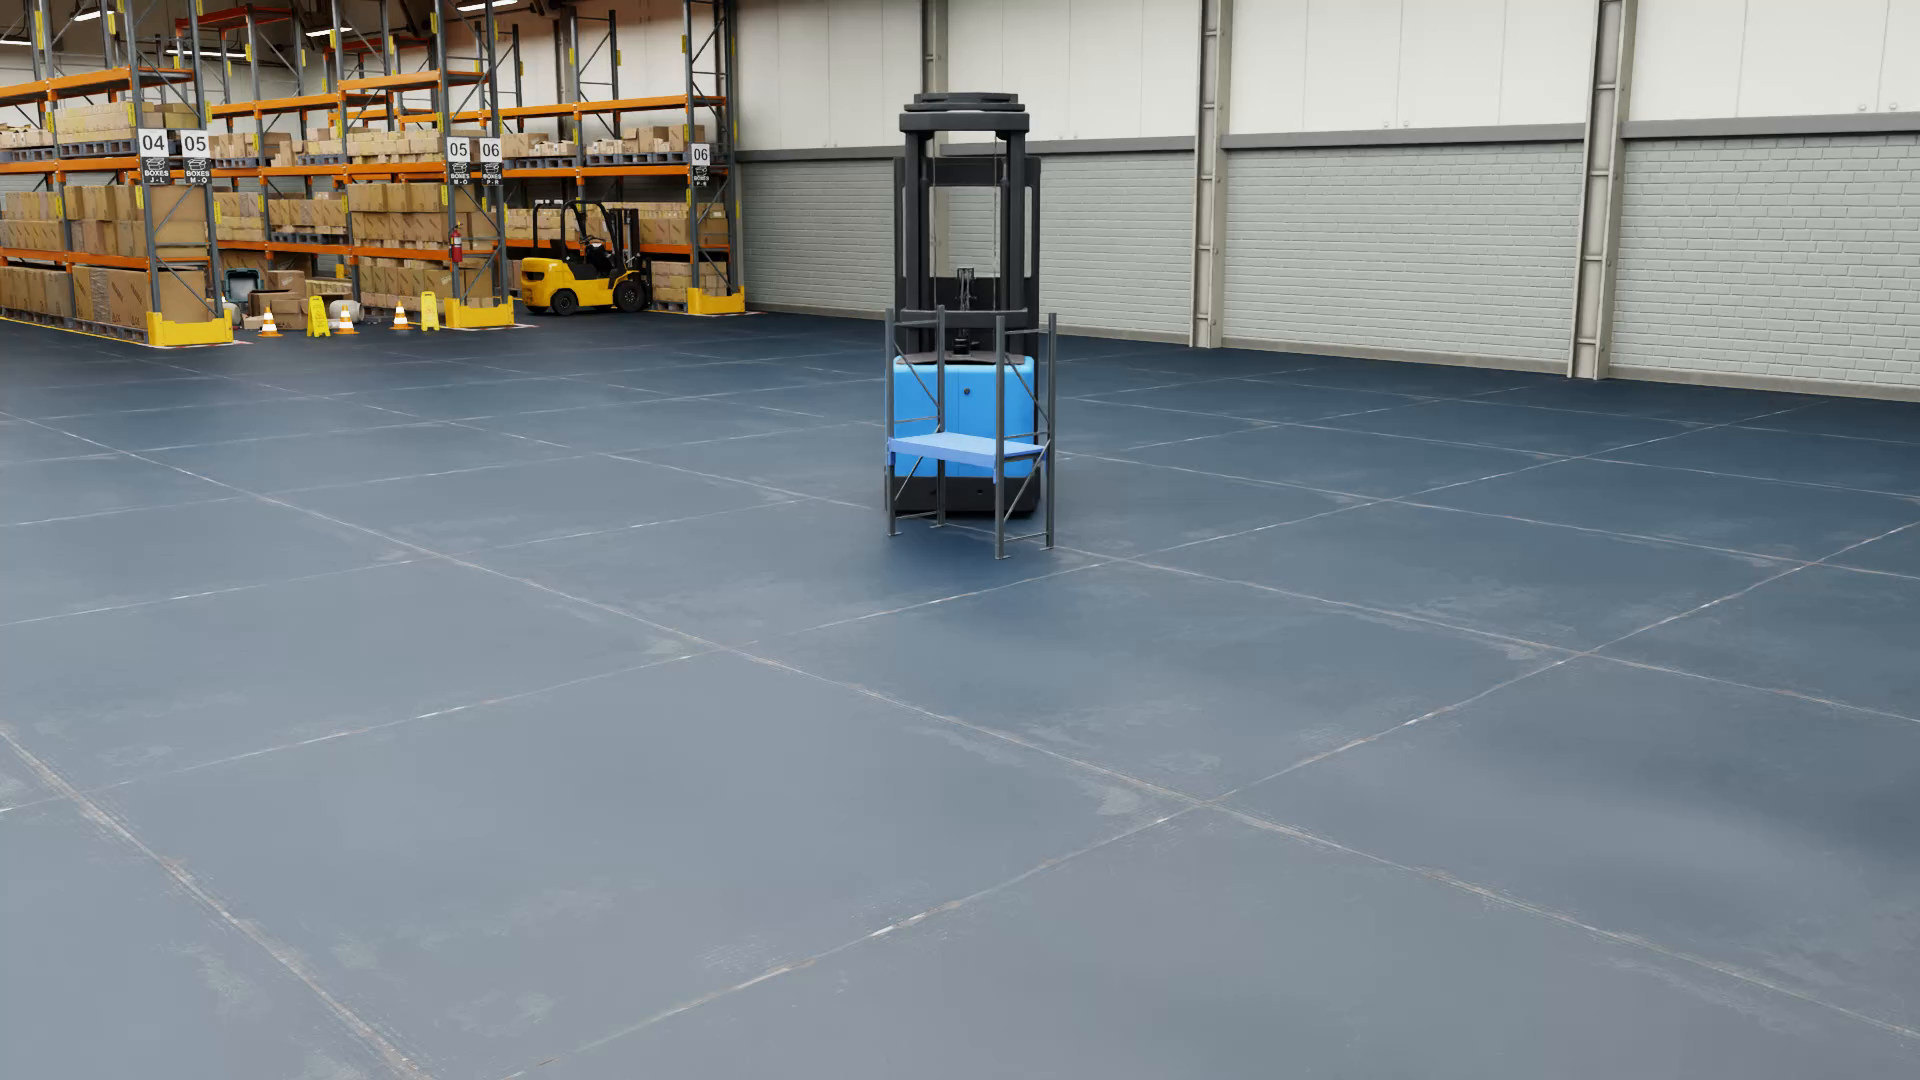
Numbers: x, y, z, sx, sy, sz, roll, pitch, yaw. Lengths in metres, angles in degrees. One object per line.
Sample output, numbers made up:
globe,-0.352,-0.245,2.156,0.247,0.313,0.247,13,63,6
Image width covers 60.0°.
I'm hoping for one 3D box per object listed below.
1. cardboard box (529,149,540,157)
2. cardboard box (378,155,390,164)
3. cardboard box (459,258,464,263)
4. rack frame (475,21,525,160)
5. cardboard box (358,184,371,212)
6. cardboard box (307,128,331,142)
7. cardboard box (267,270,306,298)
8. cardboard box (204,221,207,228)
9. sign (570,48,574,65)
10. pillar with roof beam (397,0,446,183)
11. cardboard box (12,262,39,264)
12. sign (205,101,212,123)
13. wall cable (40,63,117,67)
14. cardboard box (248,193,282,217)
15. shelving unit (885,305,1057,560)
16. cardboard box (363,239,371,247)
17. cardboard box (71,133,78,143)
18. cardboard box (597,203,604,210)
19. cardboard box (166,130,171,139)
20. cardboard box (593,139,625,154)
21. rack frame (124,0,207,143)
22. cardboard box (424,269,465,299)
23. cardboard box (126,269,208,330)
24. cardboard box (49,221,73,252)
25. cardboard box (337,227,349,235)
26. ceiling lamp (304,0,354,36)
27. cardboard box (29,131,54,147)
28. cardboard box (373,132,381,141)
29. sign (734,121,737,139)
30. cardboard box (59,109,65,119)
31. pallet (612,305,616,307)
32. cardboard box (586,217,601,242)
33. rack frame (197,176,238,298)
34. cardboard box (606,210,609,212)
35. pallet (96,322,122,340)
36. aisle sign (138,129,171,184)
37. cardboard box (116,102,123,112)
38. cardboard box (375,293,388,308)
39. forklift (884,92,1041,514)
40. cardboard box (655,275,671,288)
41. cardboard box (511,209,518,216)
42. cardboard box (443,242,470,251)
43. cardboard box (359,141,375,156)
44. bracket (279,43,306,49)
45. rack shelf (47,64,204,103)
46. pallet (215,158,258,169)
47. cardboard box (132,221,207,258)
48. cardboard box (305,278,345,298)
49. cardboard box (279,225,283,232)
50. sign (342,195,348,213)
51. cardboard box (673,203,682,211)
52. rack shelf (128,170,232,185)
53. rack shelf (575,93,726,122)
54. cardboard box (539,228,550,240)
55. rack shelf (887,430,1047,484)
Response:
cardboard box,-9.031,-8.318,35.751,0.380,0.149,0.250,-11,16,-43
cardboard box,-10.242,-6.860,29.964,0.380,0.149,0.250,-11,16,-44
cardboard box,-11.489,-6.567,38.900,0.380,0.149,0.250,-11,16,-43
rack frame,-10.282,-10.008,37.189,1.000,3.000,0.127,-11,16,-43
cardboard box,-10.623,-6.306,30.625,0.700,0.500,0.500,-11,16,-42
cardboard box,-12.320,-7.853,32.253,0.500,0.250,0.500,-11,16,-42
cardboard box,-12.374,-4.688,30.552,0.500,0.500,0.500,-11,16,-43
cardboard box,-16.532,-7.029,36.730,0.500,0.250,0.500,11,16,44
sign,-7.904,-9.844,33.878,0.100,0.325,0.005,-11,16,-43
pillar with roof beam,-15.987,-10.219,38.214,9.100,9.000,0.548,-11,16,-43
cardboard box,-18.031,-5.230,32.160,0.500,0.250,0.500,-11,16,-43
sign,-11.450,-6.518,25.320,0.100,0.325,0.005,-11,16,-43
wall cable,-22.980,-11.379,43.842,2.355,3.000,0.029,-11,16,-43
cardboard box,-14.416,-6.956,34.513,0.500,0.500,0.500,11,16,44
shelving unit,0.059,-0.722,10.700,0.538,1.500,1.048,-11,16,-43
cardboard box,-10.910,-5.551,31.042,0.380,0.149,0.250,-10,15,-41
cardboard box,-14.088,-6.479,26.826,0.380,0.149,0.250,-11,16,-43
cardboard box,-7.255,-6.888,34.317,0.380,0.149,0.250,-11,16,-42
cardboard box,-12.036,-6.238,25.658,0.380,0.149,0.250,-11,16,-42
cardboard box,-7.121,-8.011,33.861,0.500,0.311,0.500,-10,16,-41
rack frame,-11.855,-7.444,24.742,1.000,3.000,0.127,-11,16,-43
cardboard box,-9.087,-4.517,29.318,0.500,0.500,0.500,-11,16,-42
cardboard box,-12.371,-3.761,25.955,0.875,0.875,0.875,-11,16,-42
cardboard box,-15.171,-5.177,28.360,0.500,0.500,0.500,-11,16,-43
cardboard box,-11.662,-5.913,31.762,0.380,0.149,0.250,-11,16,-42
ceiling lamp,-14.055,-13.022,37.353,0.800,3.185,2.000,-11,16,-43
cardboard box,-15.629,-6.889,28.567,0.500,0.250,0.500,-11,16,-43
cardboard box,-10.379,-7.294,30.096,0.250,0.149,0.380,11,16,43
sign,-4.352,-7.915,32.100,0.100,0.325,0.005,-11,16,-43
cardboard box,-14.435,-6.943,27.103,0.380,0.149,0.250,-11,16,-43
pallet,-7.001,-4.999,34.651,1.003,0.211,1.213,-11,16,-43
cardboard box,-7.402,-6.434,34.460,0.500,0.500,0.500,11,16,44
rack frame,-16.632,-6.962,37.268,1.000,3.000,0.127,-11,16,-43
cardboard box,-6.993,-6.652,33.909,0.380,0.149,0.250,-10,16,-41
pallet,-13.302,-3.424,27.007,1.003,0.211,1.213,-11,16,-43
aisle sign,-12.023,-5.727,24.832,0.394,0.787,0.004,-11,16,-43
cardboard box,-12.505,-6.536,25.124,0.380,0.149,0.250,-11,16,-42
cardboard box,-10.518,-4.453,30.865,0.500,0.250,0.500,-10,15,-39
forklift,0.066,-1.870,12.726,1.130,2.935,3.031,1,12,3
cardboard box,-5.658,-5.109,32.808,0.500,0.250,0.500,-11,16,-43
cardboard box,-9.704,-7.240,36.764,0.380,0.149,0.250,-11,16,-42
cardboard box,-8.758,-5.112,28.913,0.380,0.149,0.250,-10,15,-41
cardboard box,-10.638,-7.159,30.427,0.500,0.250,0.500,-11,16,-43
bracket,-19.490,-13.877,47.045,0.076,0.066,5.218,-11,16,-43
rack shelf,-13.236,-7.188,26.272,1.077,0.370,4.000,-11,16,-43
pallet,-15.127,-8.004,35.361,1.003,0.211,1.213,-10,15,-40
cardboard box,-12.144,-4.627,25.565,0.875,0.550,0.550,-11,16,-43
cardboard box,-12.971,-5.106,33.733,0.950,0.372,0.625,-11,16,-44
cardboard box,-13.609,-6.341,33.838,0.250,0.149,0.380,11,16,42
sign,-11.506,-6.283,31.106,0.100,0.325,0.005,-11,16,-43
cardboard box,-5.350,-6.469,32.287,0.380,0.149,0.250,-11,16,-42
rack shelf,-18.013,-8.370,38.455,1.077,0.370,4.000,-11,16,-43
rack shelf,-6.138,-8.584,33.052,1.077,0.370,4.000,-11,16,-43
cardboard box,-8.729,-6.599,35.881,0.500,0.250,0.500,-11,16,-42
rack shelf,0.059,-0.546,10.736,0.538,0.185,1.000,-11,16,-43
